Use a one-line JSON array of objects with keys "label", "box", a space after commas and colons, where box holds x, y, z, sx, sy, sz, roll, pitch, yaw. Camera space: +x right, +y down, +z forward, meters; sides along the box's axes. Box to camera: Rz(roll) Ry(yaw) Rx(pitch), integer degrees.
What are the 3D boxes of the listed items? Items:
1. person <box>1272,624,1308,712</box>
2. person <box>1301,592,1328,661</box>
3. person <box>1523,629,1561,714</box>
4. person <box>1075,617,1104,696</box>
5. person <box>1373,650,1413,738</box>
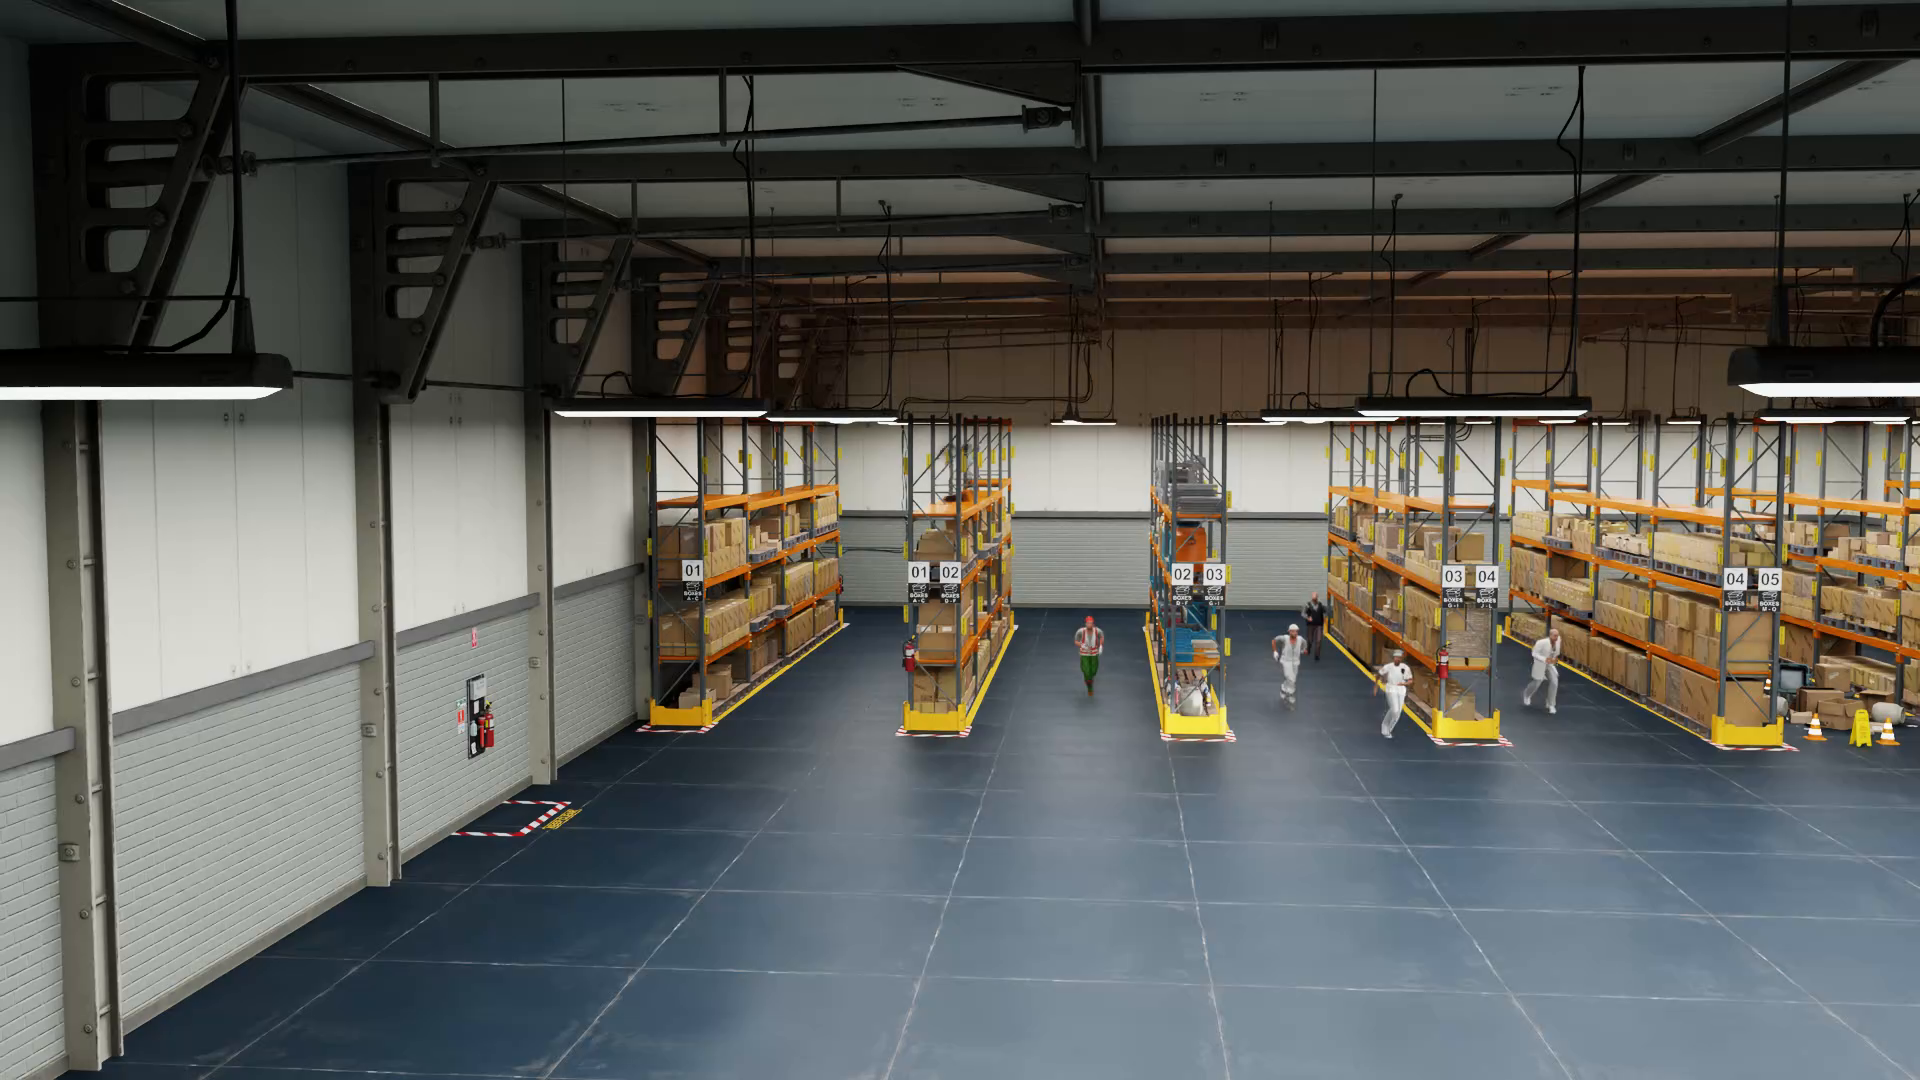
[{"label": "person", "box": [6.712, 2.572, 33.880, 0.649, 1.783, 0.973, -1, 4, -14]}, {"label": "person", "box": [8.758, 2.121, 41.056, 0.666, 1.684, 0.760, 0, 4, 2]}, {"label": "person", "box": [11.809, 2.627, 33.792, 0.754, 1.743, 1.063, -1, 4, -19]}, {"label": "person", "box": [2.776, 2.483, 35.627, 0.650, 1.723, 0.719, 0, 4, 1]}, {"label": "person", "box": [8.024, 2.839, 30.706, 0.661, 1.657, 0.585, 0, 4, -7]}]
